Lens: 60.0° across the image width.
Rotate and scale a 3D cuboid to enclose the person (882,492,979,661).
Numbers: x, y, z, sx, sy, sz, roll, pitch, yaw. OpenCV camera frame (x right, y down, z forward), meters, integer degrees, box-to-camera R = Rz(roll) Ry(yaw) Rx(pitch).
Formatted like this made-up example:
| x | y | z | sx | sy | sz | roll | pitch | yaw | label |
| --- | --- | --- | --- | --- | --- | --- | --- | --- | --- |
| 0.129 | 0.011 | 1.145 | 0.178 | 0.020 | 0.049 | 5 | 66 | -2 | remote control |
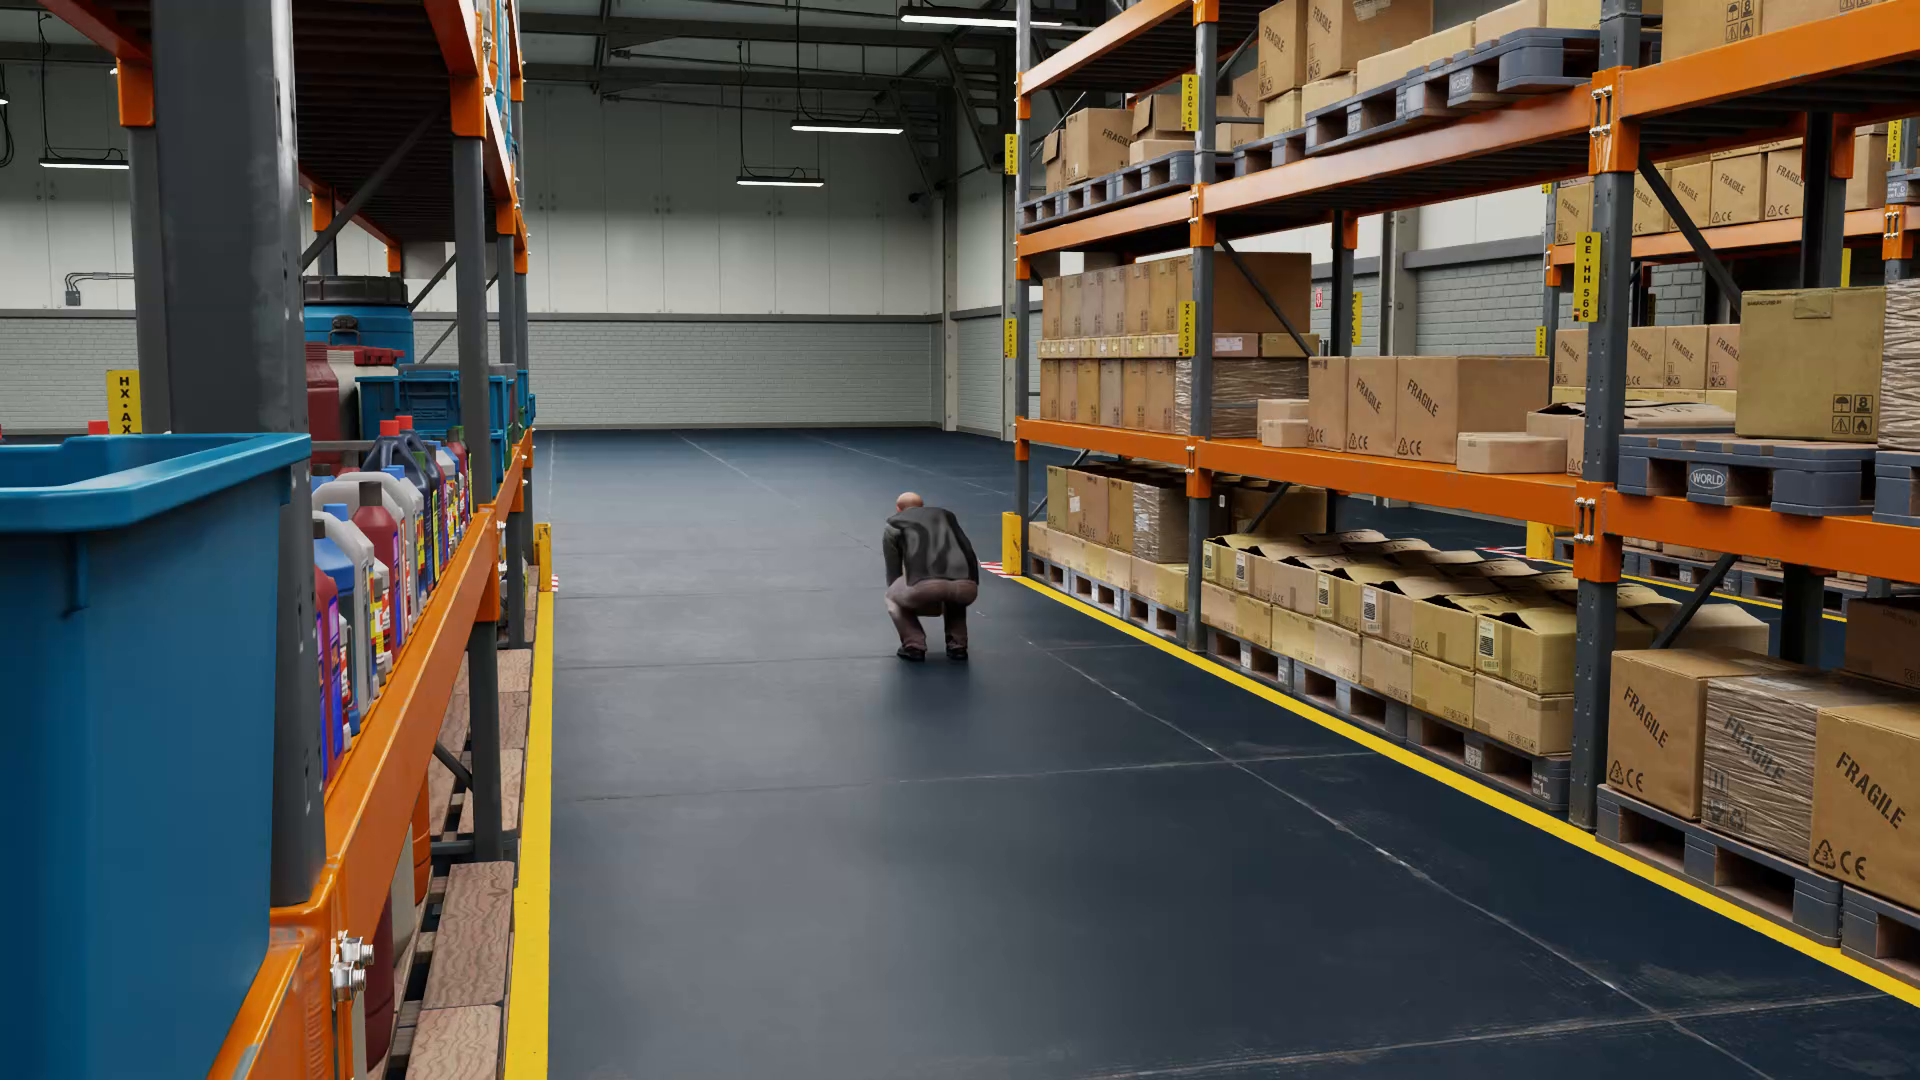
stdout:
| x | y | z | sx | sy | sz | roll | pitch | yaw | label |
| --- | --- | --- | --- | --- | --- | --- | --- | --- | --- |
| -0.195 | 0.224 | 10.114 | 0.513 | 0.962 | 0.869 | -2 | 6 | -15 | person |
